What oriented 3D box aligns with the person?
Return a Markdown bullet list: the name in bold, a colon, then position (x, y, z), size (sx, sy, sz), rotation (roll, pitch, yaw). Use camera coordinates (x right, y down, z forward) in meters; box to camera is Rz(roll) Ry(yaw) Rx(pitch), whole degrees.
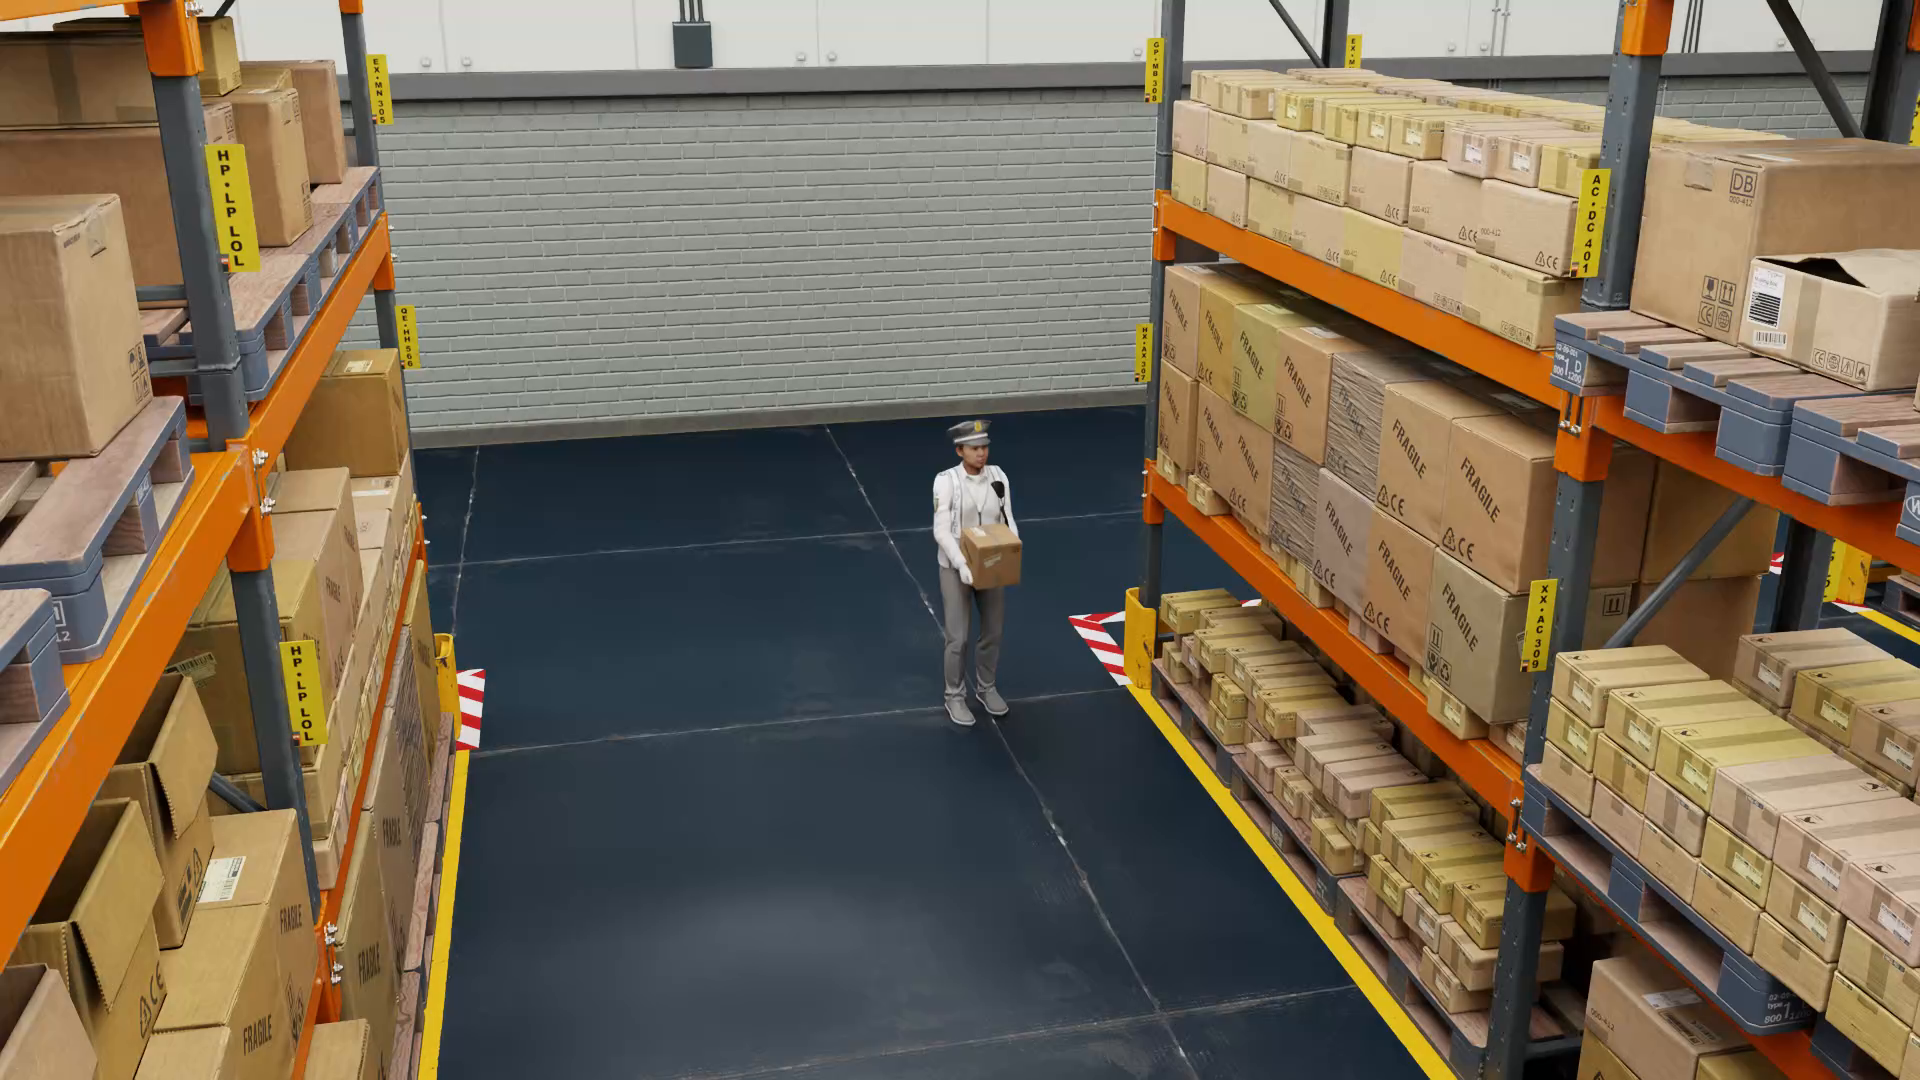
- **person**: position (0.088, 0.178, 9.045), size (0.459, 1.687, 0.546), rotation (-7, 21, -20)
